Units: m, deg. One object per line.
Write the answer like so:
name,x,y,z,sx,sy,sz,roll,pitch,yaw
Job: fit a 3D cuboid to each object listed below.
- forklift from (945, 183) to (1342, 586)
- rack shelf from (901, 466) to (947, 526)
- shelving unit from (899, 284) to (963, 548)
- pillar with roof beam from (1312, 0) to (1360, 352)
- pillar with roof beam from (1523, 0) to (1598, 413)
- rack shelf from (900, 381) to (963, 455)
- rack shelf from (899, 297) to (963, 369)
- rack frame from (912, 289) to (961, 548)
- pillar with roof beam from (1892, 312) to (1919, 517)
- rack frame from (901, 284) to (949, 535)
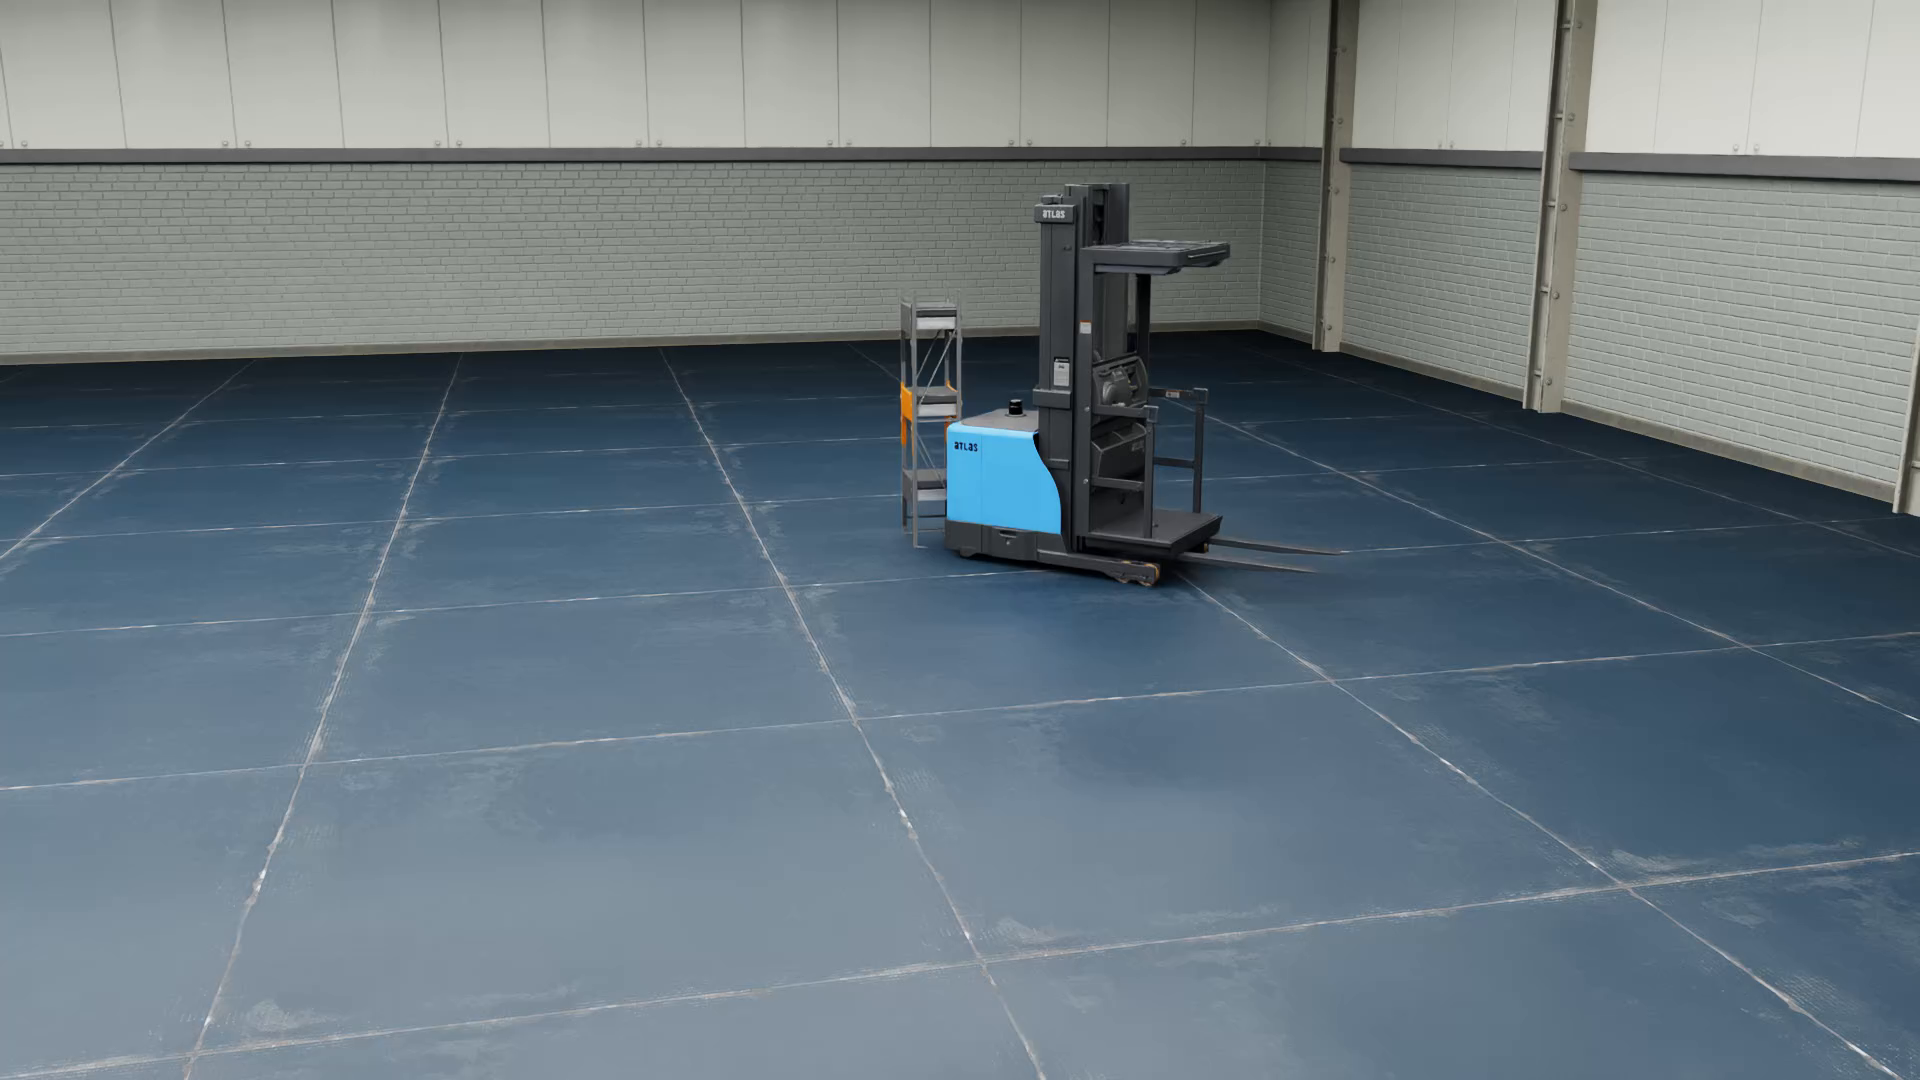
forklift,1.419,-1.221,12.750,3.031,2.935,1.130,8,16,29
rack shelf,-0.237,-0.328,13.852,0.431,0.518,0.480,-3,14,-12
shelving unit,-0.237,-1.021,13.683,0.431,2.100,0.503,-3,14,-12
pillar with roof beam,1.578,-7.116,24.094,9.100,9.000,0.400,-3,14,-13
pillar with roof beam,2.987,-5.732,18.429,9.100,9.000,0.400,-3,14,-13
rack shelf,-0.237,-1.008,13.686,0.431,0.518,0.480,-3,14,-12
rack shelf,-0.237,-1.688,13.520,0.431,0.518,0.480,-3,14,-12
rack frame,-0.186,-0.965,13.451,0.400,2.100,0.015,-3,14,-12
pillar with roof beam,4.396,-4.348,12.763,9.100,9.000,0.400,-3,14,-13
rack frame,-0.288,-1.078,13.915,0.400,2.100,0.015,-3,14,-12
